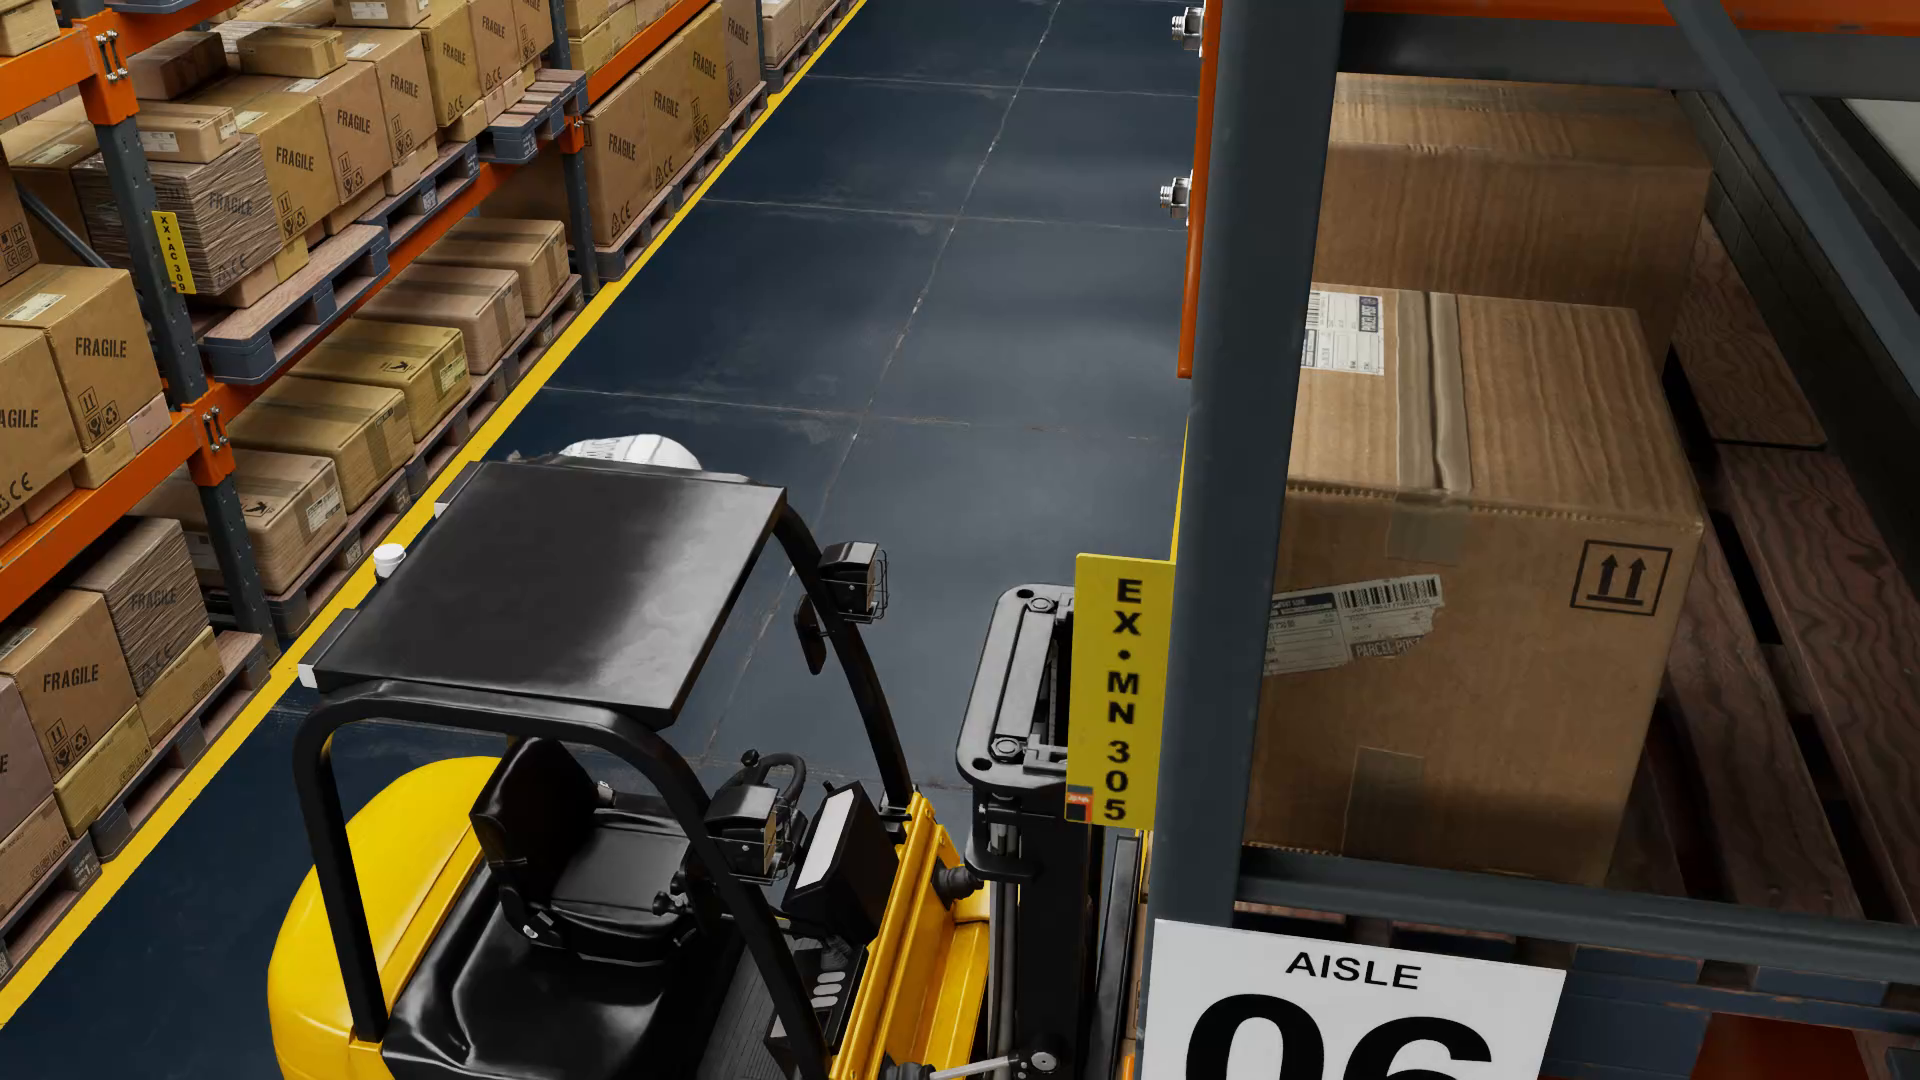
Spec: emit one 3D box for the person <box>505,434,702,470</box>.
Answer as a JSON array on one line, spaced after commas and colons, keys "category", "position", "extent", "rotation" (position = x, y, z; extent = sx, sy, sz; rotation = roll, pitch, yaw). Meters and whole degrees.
[{"category": "person", "position": [-1.563, 0.006, 7.258], "extent": [0.927, 0.987, 0.449], "rotation": [4, 33, 6]}]
